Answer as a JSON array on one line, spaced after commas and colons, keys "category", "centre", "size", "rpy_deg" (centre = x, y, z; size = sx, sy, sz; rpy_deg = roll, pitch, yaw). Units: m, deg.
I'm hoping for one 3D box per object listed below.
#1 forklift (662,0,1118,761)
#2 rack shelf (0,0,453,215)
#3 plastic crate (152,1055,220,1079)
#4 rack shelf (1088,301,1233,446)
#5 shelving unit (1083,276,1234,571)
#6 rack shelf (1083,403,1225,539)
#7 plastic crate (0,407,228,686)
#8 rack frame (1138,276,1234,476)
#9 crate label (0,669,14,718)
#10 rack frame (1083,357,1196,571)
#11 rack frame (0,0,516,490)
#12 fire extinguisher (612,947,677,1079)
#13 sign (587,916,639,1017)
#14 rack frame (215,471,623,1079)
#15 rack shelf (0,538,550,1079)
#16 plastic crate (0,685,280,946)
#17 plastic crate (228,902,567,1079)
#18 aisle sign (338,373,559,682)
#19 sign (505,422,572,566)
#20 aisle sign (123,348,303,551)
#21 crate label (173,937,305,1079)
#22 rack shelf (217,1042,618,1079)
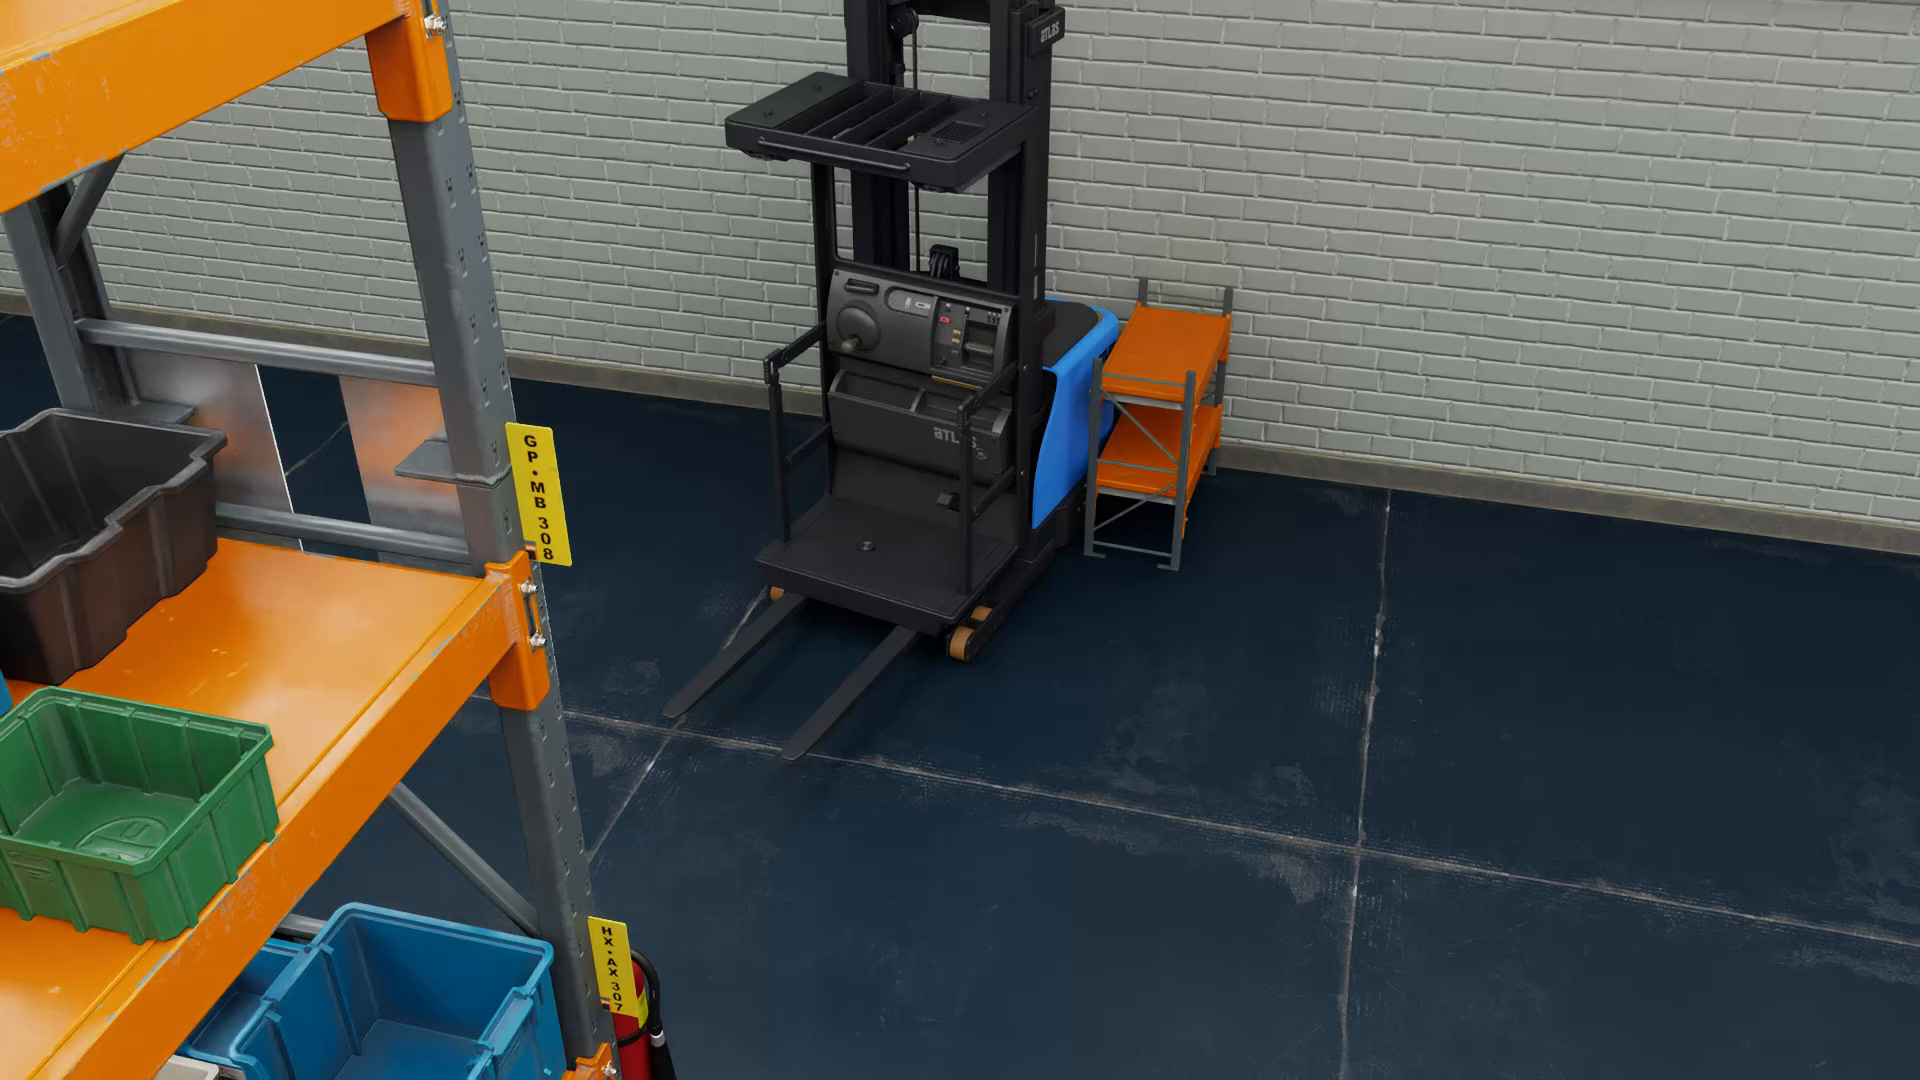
[{"category": "forklift", "centre": [-0.291, -0.937, 7.492], "size": [1.130, 2.935, 3.031], "rpy_deg": [16, 36, 23]}, {"category": "rack shelf", "centre": [-1.904, 0.043, 1.337], "size": [1.077, 0.370, 4.000], "rpy_deg": [8, 33, 12]}, {"category": "plastic crate", "centre": [-1.939, 1.389, 3.958], "size": [0.250, 0.136, 0.298], "rpy_deg": [8, 33, 12]}, {"category": "rack shelf", "centre": [1.039, -0.870, 8.525], "size": [0.538, 0.278, 1.000], "rpy_deg": [10, 34, 15]}, {"category": "shelving unit", "centre": [1.039, -0.623, 8.682], "size": [0.538, 1.125, 1.048], "rpy_deg": [10, 34, 15]}, {"category": "rack shelf", "centre": [1.039, -0.417, 8.813], "size": [0.538, 0.278, 1.000], "rpy_deg": [10, 34, 15]}, {"category": "plastic crate", "centre": [-1.763, 0.016, 3.255], "size": [0.497, 0.269, 0.590], "rpy_deg": [8, 33, 12]}, {"category": "rack frame", "centre": [1.196, -0.883, 9.090], "size": [0.500, 1.125, 0.032], "rpy_deg": [10, 34, 15]}, {"category": "crate label", "centre": [-1.943, 0.297, 2.830], "size": [0.408, 0.251, 0.502], "rpy_deg": [8, 33, 12]}, {"category": "rack frame", "centre": [0.883, -0.364, 8.273], "size": [0.500, 1.125, 0.032], "rpy_deg": [10, 34, 15]}, {"category": "rack frame", "centre": [-1.396, -1.467, 2.669], "size": [1.000, 3.000, 0.127], "rpy_deg": [8, 33, 12]}, {"category": "fire extinguisher", "centre": [-0.918, 1.239, 4.426], "size": [0.296, 0.674, 0.183], "rpy_deg": [8, 33, 12]}, {"category": "sign", "centre": [-0.860, 1.063, 4.131], "size": [0.100, 0.325, 0.005], "rpy_deg": [8, 33, 12]}, {"category": "rack frame", "centre": [-1.396, 1.065, 4.279], "size": [1.000, 3.000, 0.127], "rpy_deg": [8, 33, 12]}, {"category": "rack shelf", "centre": [-1.904, 1.140, 2.035], "size": [1.077, 0.370, 4.000], "rpy_deg": [8, 33, 12]}, {"category": "plastic crate", "centre": [-1.370, 0.439, 2.665], "size": [0.450, 0.188, 0.336], "rpy_deg": [8, 33, 12]}, {"category": "plastic crate", "centre": [-1.300, 1.224, 3.940], "size": [0.616, 0.435, 0.499], "rpy_deg": [8, 33, 12]}, {"category": "aisle sign", "centre": [-1.094, -0.030, 3.578], "size": [0.394, 0.787, 0.004], "rpy_deg": [8, 33, 12]}, {"category": "sign", "centre": [-0.860, -0.090, 3.398], "size": [0.100, 0.325, 0.005], "rpy_deg": [8, 33, 12]}, {"category": "aisle sign", "centre": [-1.665, -0.110, 3.704], "size": [0.394, 0.787, 0.004], "rpy_deg": [8, 33, 12]}, {"category": "crate label", "centre": [-1.777, 1.194, 4.177], "size": [0.416, 0.233, 0.303], "rpy_deg": [8, 33, 12]}, {"category": "rack shelf", "centre": [-1.904, 2.406, 2.839], "size": [1.077, 0.370, 4.000], "rpy_deg": [8, 33, 12]}]
